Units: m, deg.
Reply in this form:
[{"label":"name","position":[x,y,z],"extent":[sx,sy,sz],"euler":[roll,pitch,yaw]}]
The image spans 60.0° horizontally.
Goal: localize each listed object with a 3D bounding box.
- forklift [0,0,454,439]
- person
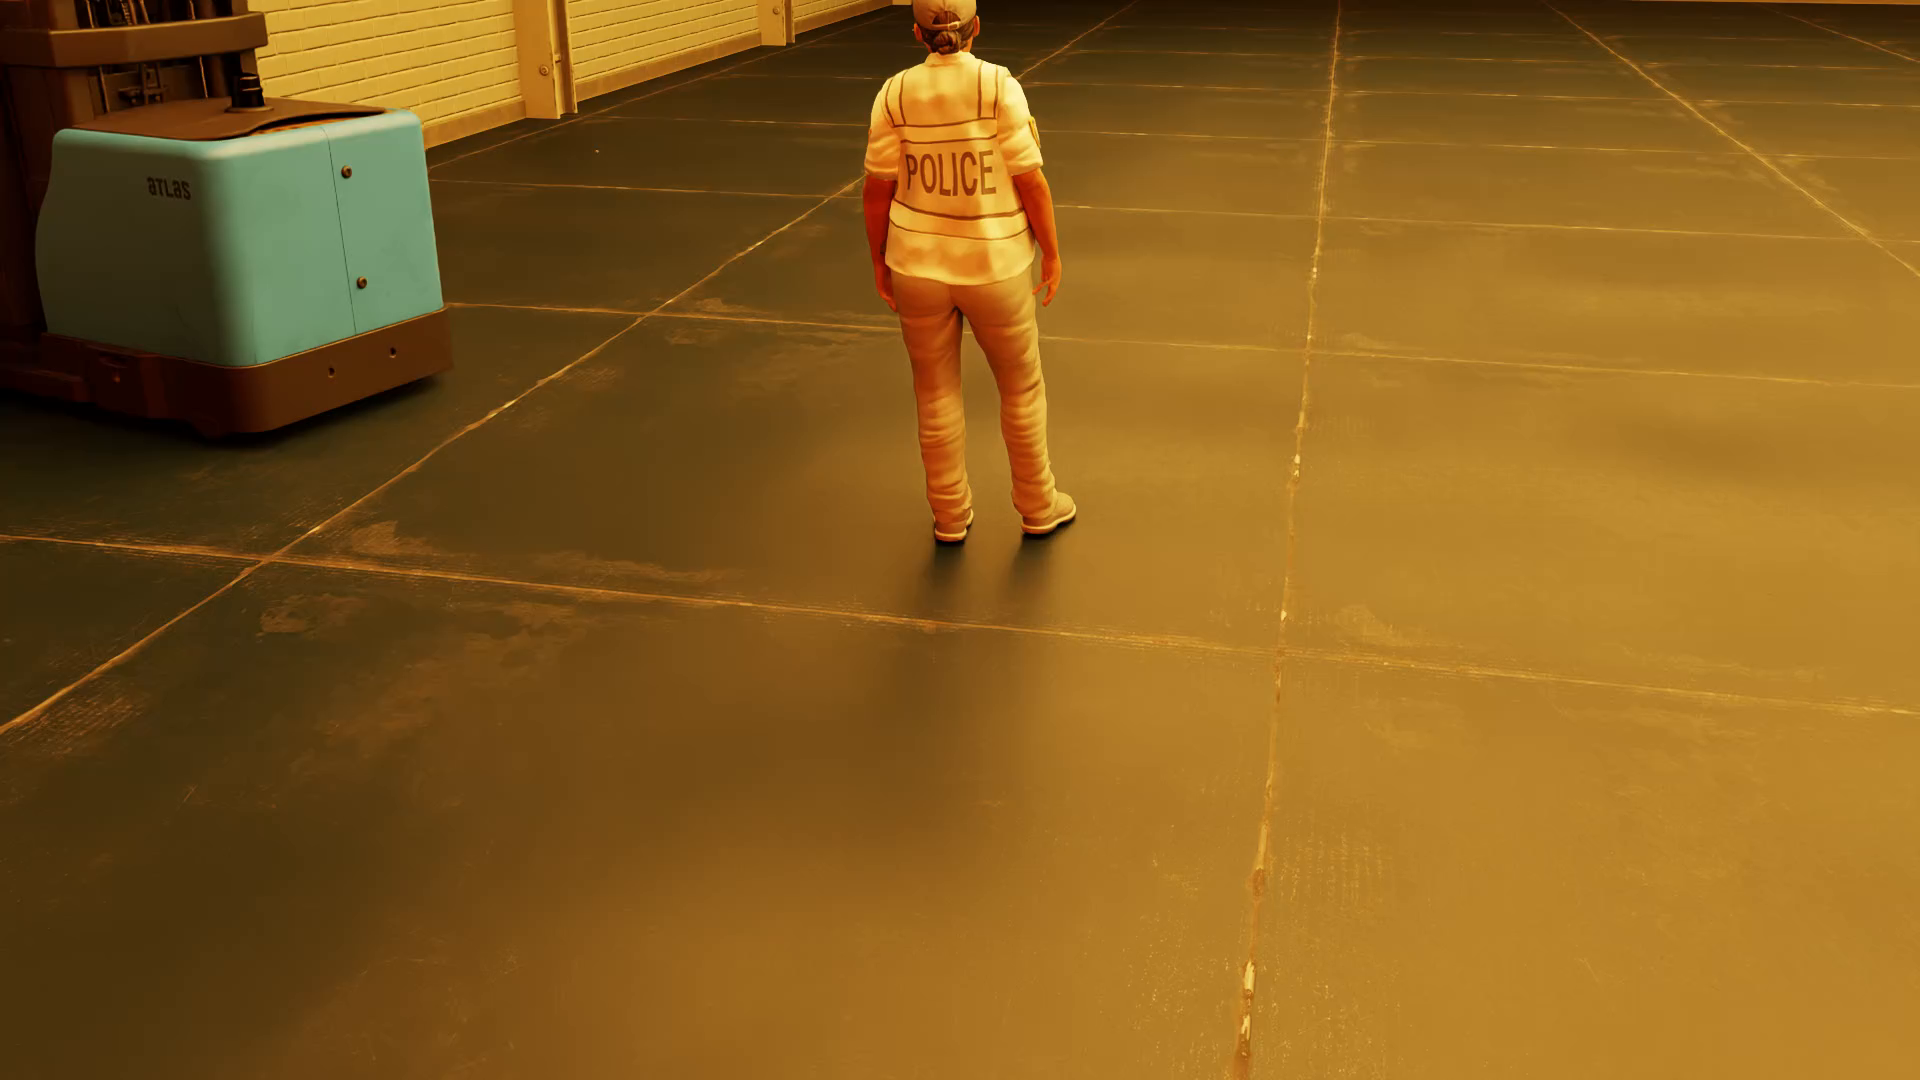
[{"label":"forklift","position":[-3.577,-2.096,6.408],"extent":[3.031,2.935,1.130],"euler":[11,25,26]},{"label":"person","position":[0.039,-0.806,4.896],"extent":[0.598,1.670,0.529],"euler":[5,23,11]}]
